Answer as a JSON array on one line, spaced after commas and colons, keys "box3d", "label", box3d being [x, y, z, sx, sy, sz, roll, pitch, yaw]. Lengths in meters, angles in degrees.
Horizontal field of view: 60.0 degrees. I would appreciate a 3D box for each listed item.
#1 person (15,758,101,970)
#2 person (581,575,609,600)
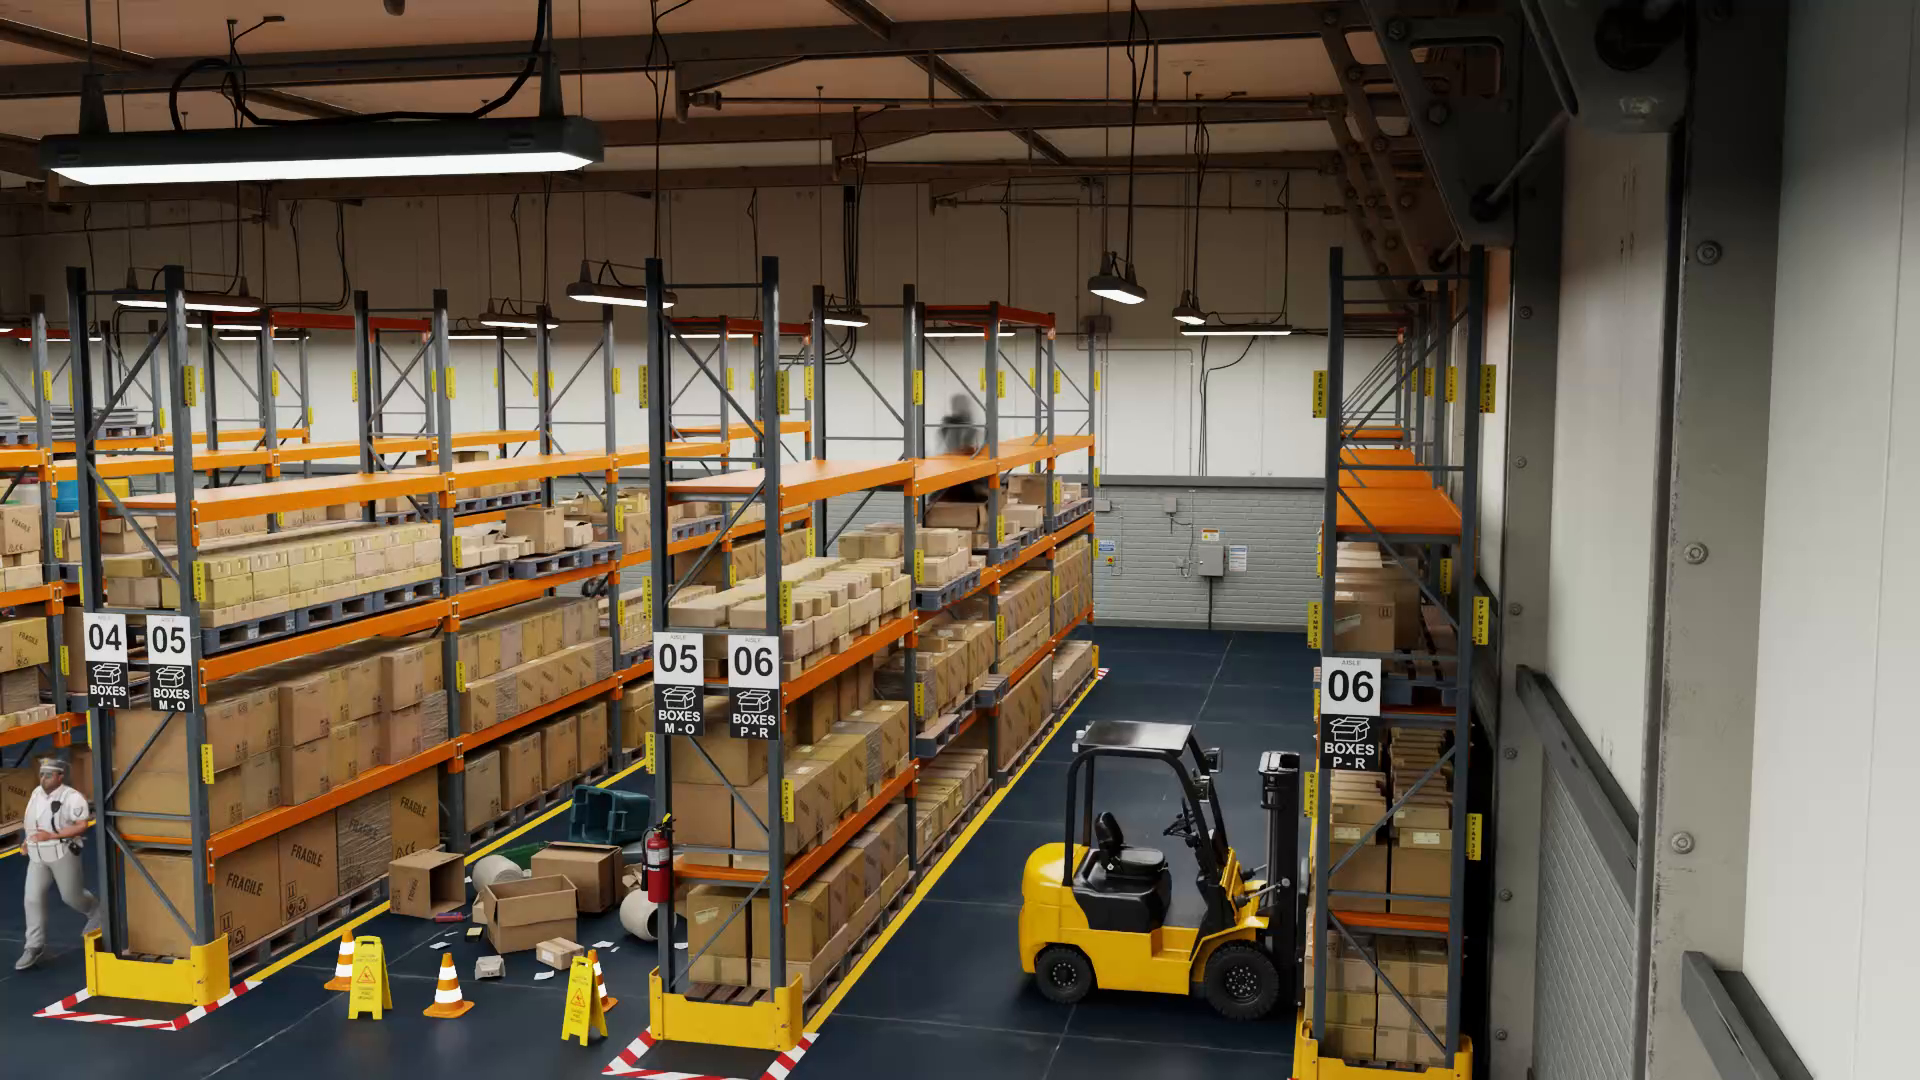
[{"box3d": [-7.987, 2.778, 14.689, 0.676, 1.768, 0.981, 1, 6, 9], "label": "person"}, {"box3d": [-6.391, 1.353, 29.205, 0.668, 1.604, 0.987, 0, 6, 4], "label": "person"}]
